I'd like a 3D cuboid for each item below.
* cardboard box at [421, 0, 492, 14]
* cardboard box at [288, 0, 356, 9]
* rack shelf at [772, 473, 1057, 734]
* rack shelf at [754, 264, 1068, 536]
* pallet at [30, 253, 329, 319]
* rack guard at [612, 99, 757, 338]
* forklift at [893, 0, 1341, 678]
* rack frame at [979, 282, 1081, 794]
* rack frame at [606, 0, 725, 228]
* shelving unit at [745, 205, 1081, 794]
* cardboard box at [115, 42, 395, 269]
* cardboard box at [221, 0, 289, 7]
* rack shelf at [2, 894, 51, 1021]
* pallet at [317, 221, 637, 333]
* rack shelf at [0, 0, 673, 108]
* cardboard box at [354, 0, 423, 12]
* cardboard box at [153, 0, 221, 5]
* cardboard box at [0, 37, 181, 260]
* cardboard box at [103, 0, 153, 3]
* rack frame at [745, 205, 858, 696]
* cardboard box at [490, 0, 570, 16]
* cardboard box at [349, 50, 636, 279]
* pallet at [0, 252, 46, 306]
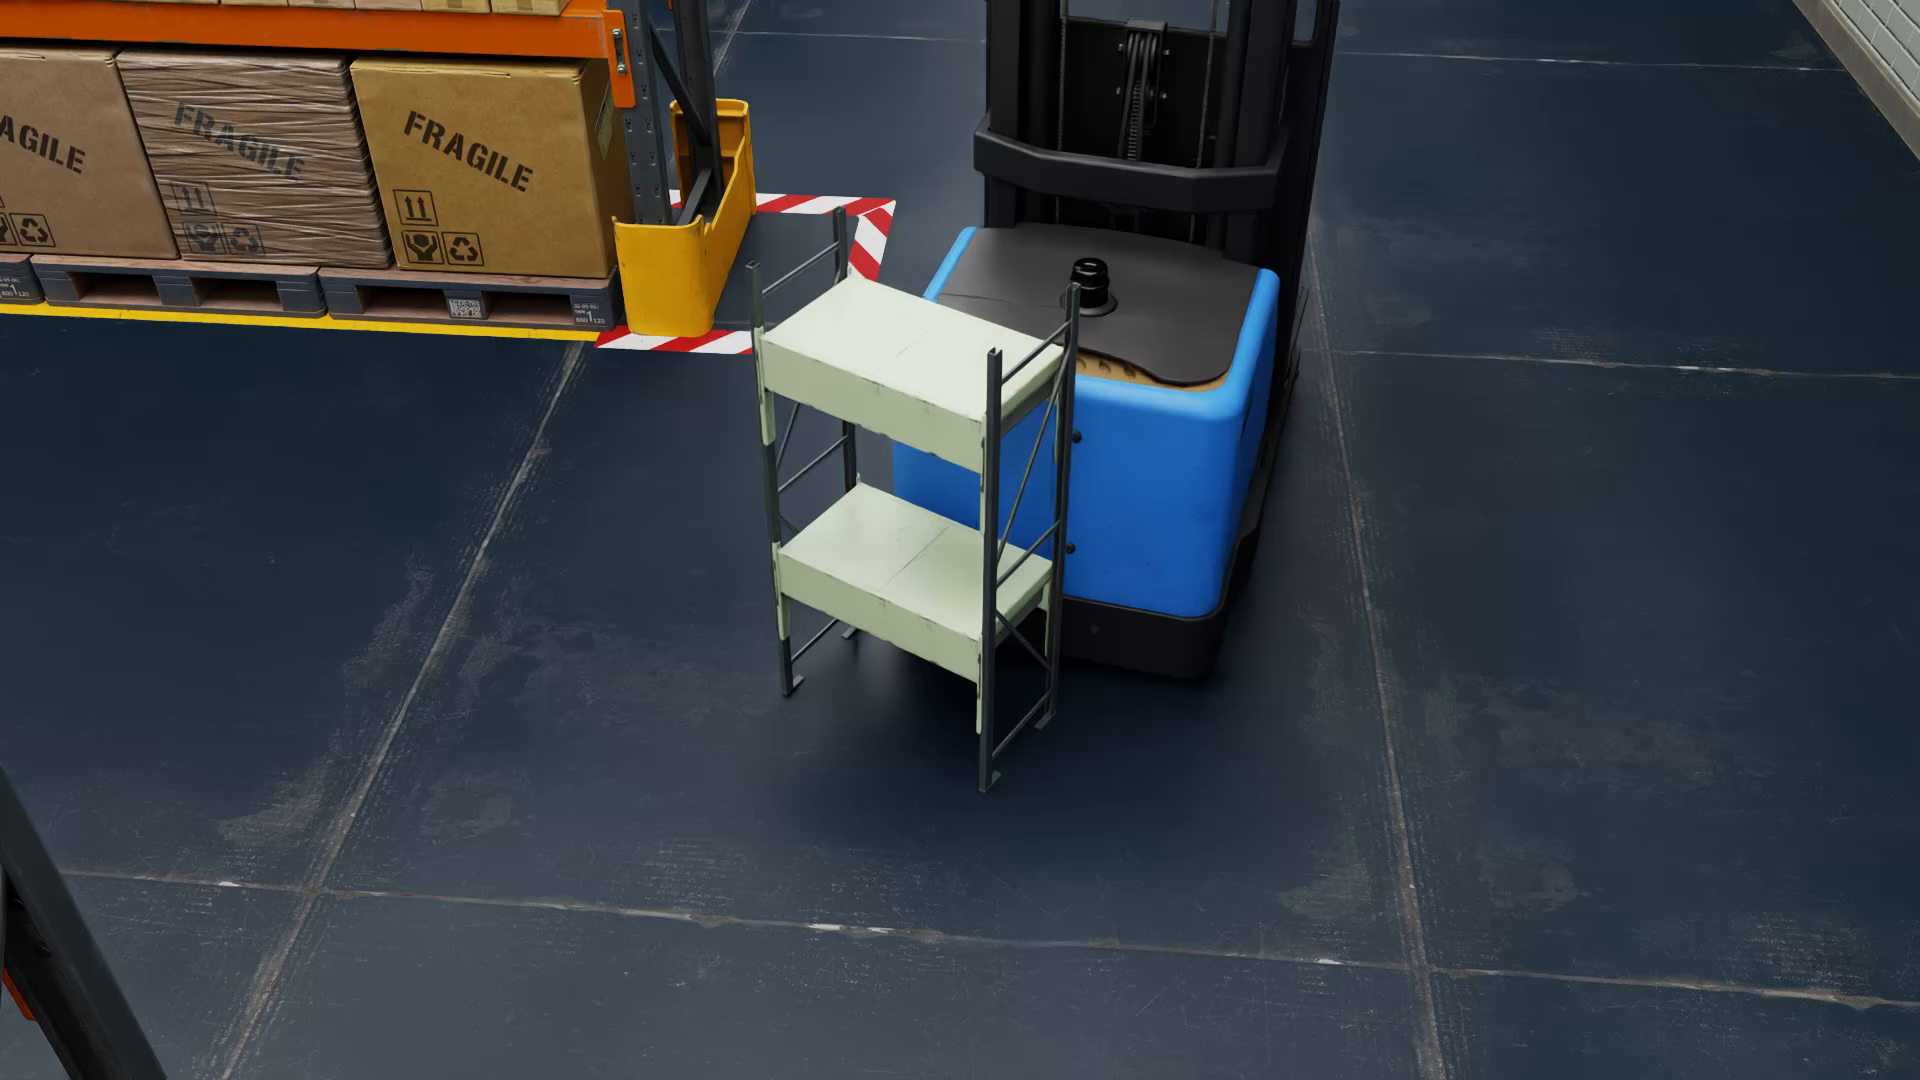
[{"bbox_3d":[-1.812,-2.089,6.139,0.250,0.149,0.380,4,39,4],"label":"cardboard box"},{"bbox_3d":[-2.312,-2.118,6.174,0.250,0.149,0.380,4,39,5],"label":"cardboard box"},{"bbox_3d":[-0.128,0.172,4.863,0.720,0.370,0.431,23,44,25],"label":"rack shelf"},{"bbox_3d":[-0.124,-0.387,4.415,0.720,0.370,0.431,23,44,25],"label":"rack shelf"},{"bbox_3d":[-3.185,-1.342,7.231,1.213,0.211,1.003,3,39,4],"label":"pallet"},{"bbox_3d":[-1.146,-1.390,7.062,0.348,0.500,1.175,3,39,4],"label":"rack guard"},{"bbox_3d":[0.689,-1.649,5.454,1.130,2.935,3.031,10,40,13],"label":"forklift"},{"bbox_3d":[0.179,0.046,4.502,0.023,1.500,0.400,23,44,25],"label":"rack frame"},{"bbox_3d":[-1.170,-2.361,6.274,0.127,3.000,1.000,3,39,4],"label":"rack frame"},{"bbox_3d":[-0.126,-0.082,4.659,0.755,1.500,0.431,23,44,25],"label":"shelving unit"},{"bbox_3d":[-2.721,-1.734,6.854,0.875,0.875,0.875,3,39,4],"label":"cardboard box"},{"bbox_3d":[-2.571,-2.131,6.190,0.250,0.149,0.380,2,39,3],"label":"cardboard box"},{"bbox_3d":[-3.691,0.923,2.810,4.000,0.370,1.077,3,39,4],"label":"rack shelf"},{"bbox_3d":[-1.973,-1.274,7.148,1.213,0.211,1.003,3,39,4],"label":"pallet"},{"bbox_3d":[-3.162,-2.191,6.635,4.000,0.370,1.077,3,39,4],"label":"rack shelf"},{"bbox_3d":[-2.063,-2.103,6.157,0.250,0.149,0.380,3,39,4],"label":"cardboard box"},{"bbox_3d":[-2.829,-2.144,6.207,0.250,0.149,0.380,3,39,4],"label":"cardboard box"},{"bbox_3d":[-3.608,-1.782,6.914,0.875,0.875,0.875,3,39,4],"label":"cardboard box"},{"bbox_3d":[-3.076,-2.159,6.226,0.250,0.149,0.380,4,39,5],"label":"cardboard box"},{"bbox_3d":[-0.431,-0.210,4.816,0.023,1.500,0.400,23,44,25],"label":"rack frame"},{"bbox_3d":[-1.553,-2.076,6.123,0.250,0.149,0.380,4,39,5],"label":"cardboard box"},{"bbox_3d":[-1.814,-1.684,6.794,0.875,0.875,0.875,3,39,4],"label":"cardboard box"},{"bbox_3d":[-4.404,-1.407,7.311,1.213,0.211,1.003,3,39,4],"label":"pallet"}]
